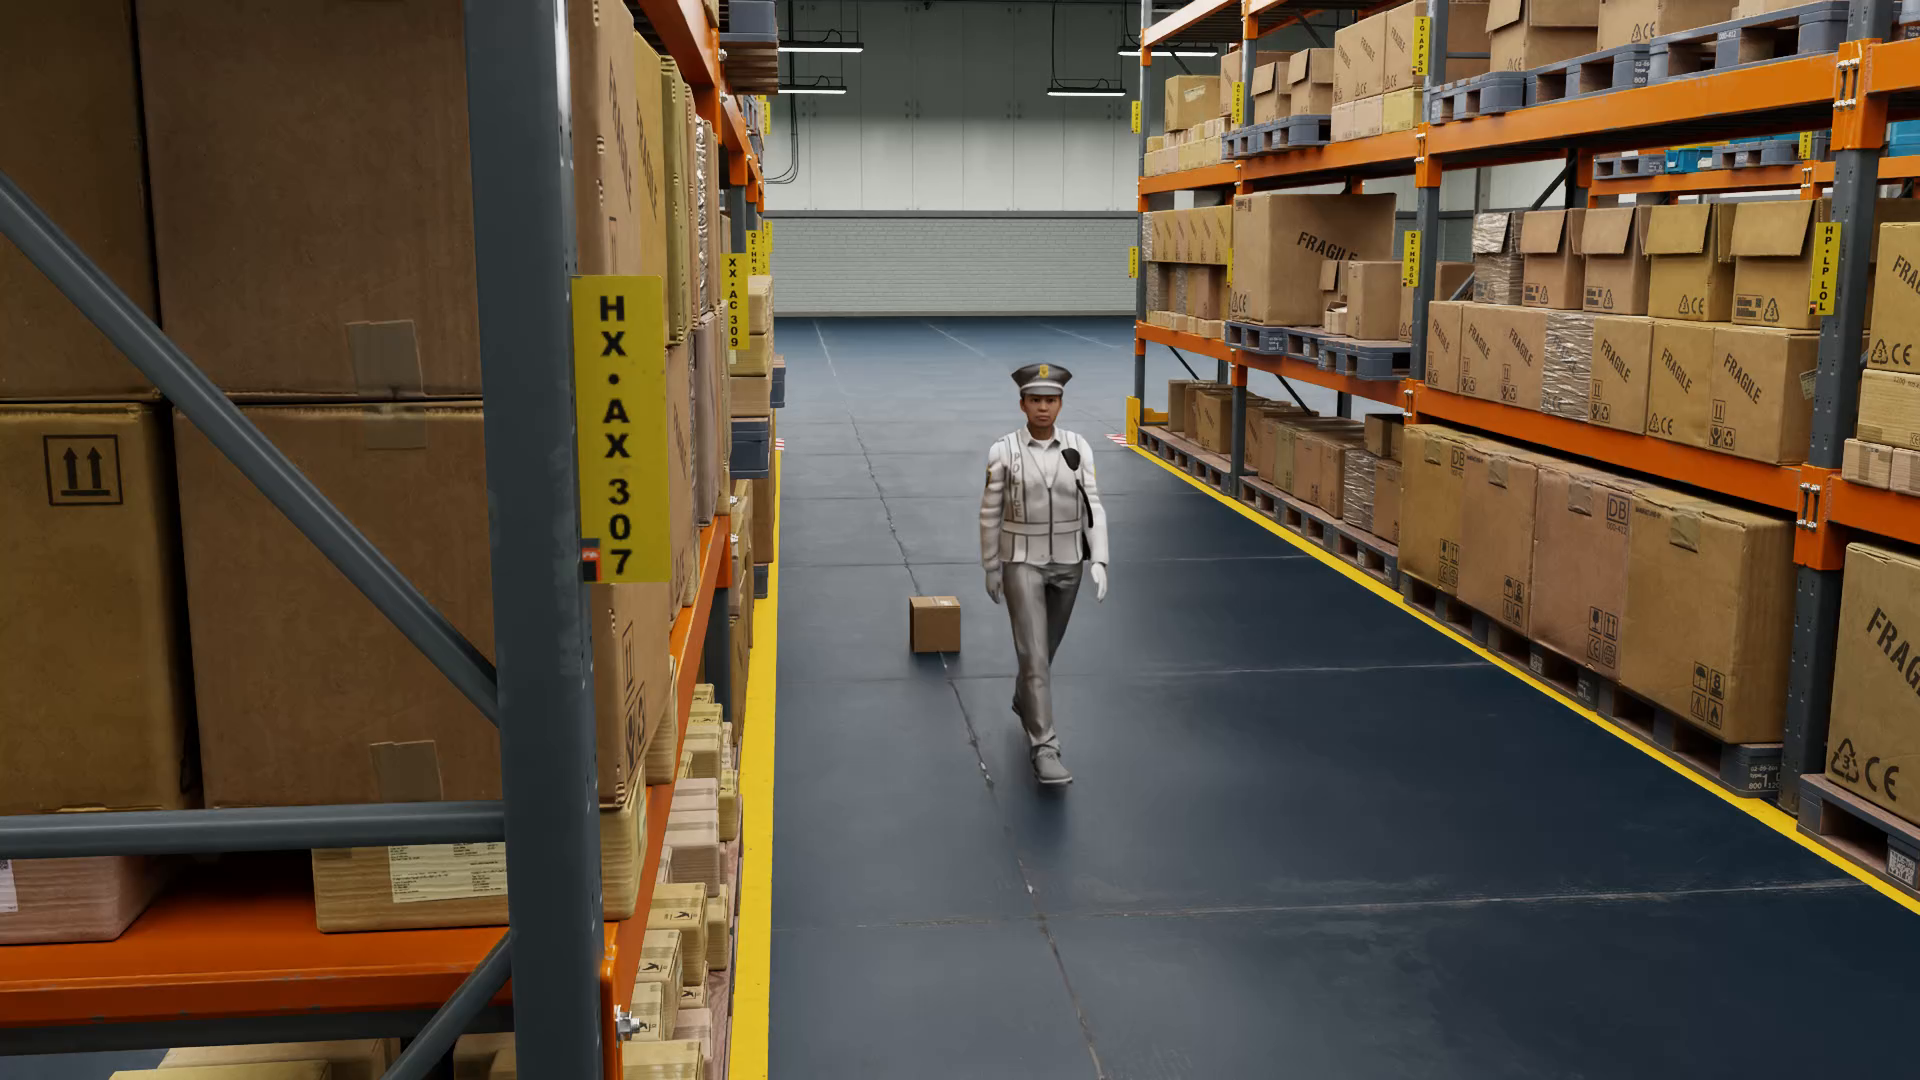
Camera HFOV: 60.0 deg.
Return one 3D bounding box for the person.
[{"bbox_3d":[0.352,0.091,6.775,0.490,1.630,1.028,-3,10,-15],"label":"person"}]
